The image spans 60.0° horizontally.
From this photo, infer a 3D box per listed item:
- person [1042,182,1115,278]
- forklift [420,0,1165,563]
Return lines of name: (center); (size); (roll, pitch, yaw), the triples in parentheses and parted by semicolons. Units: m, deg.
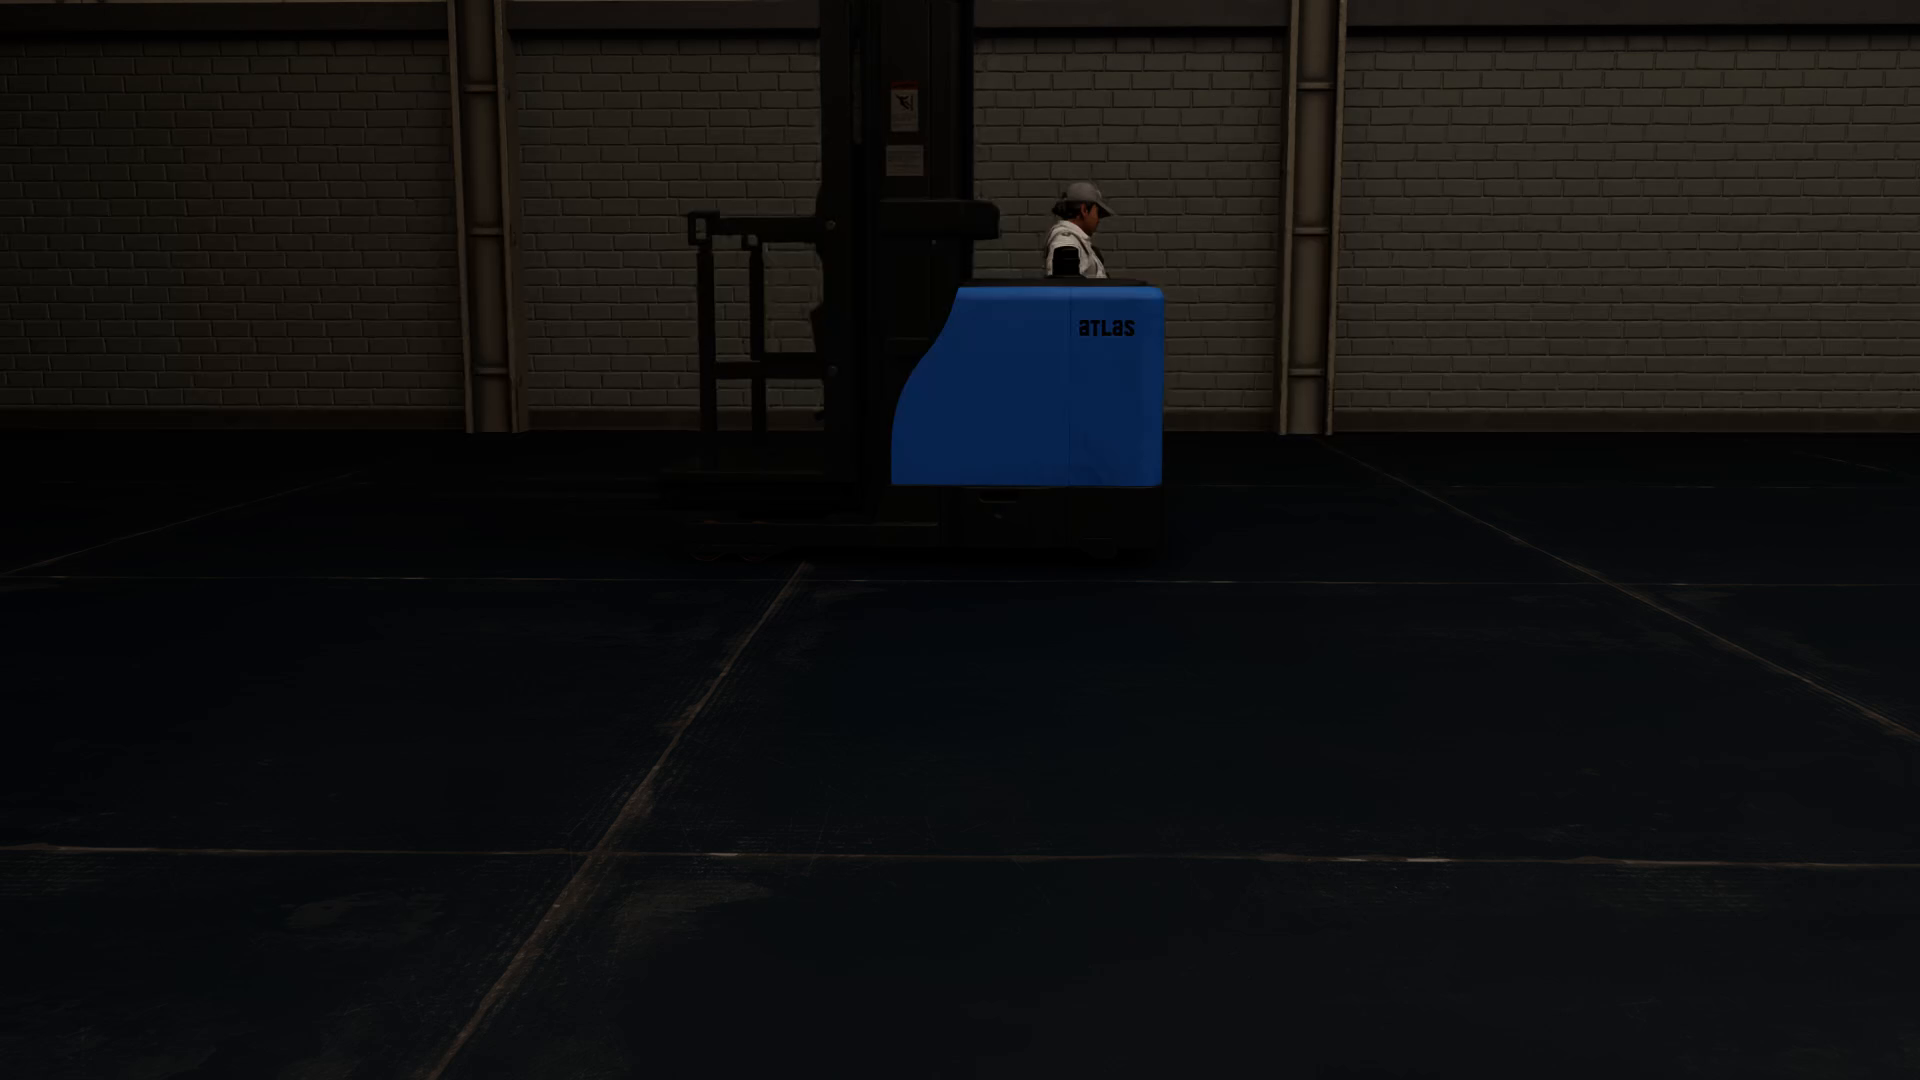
person: (0.546, -0.947, 8.140); (0.460, 1.595, 0.807); (1, 9, 7)
forklift: (-0.681, -1.438, 6.838); (3.031, 2.935, 1.130); (1, 9, 4)
